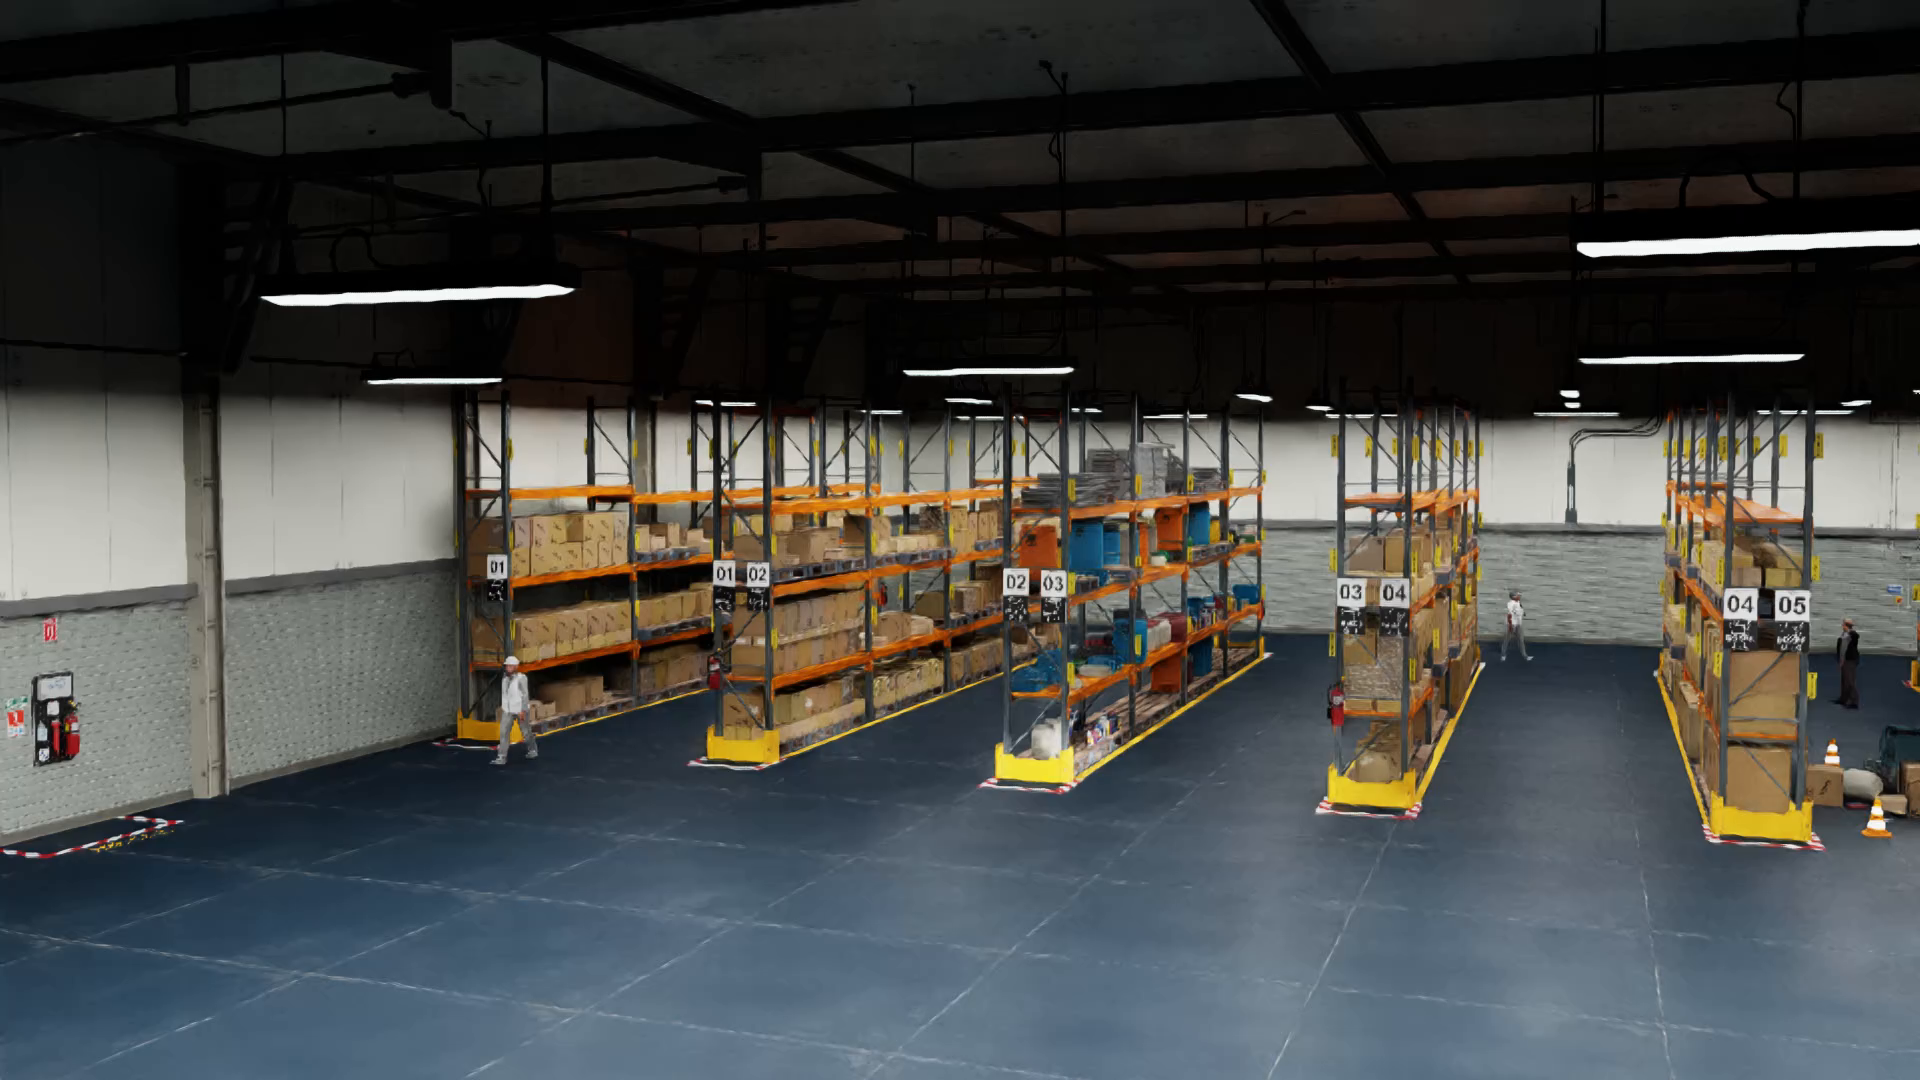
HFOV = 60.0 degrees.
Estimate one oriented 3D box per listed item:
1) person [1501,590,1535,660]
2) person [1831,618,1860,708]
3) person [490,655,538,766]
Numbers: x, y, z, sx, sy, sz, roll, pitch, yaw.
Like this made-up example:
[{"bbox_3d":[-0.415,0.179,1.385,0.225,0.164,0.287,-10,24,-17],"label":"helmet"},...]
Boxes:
[{"bbox_3d":[13.131,1.999,39.212,0.700,1.668,0.602,-2,4,-34],"label":"person"},{"bbox_3d":[17.149,2.361,32.181,0.635,1.708,0.584,-3,4,-45],"label":"person"},{"bbox_3d":[-7.058,2.688,26.394,0.555,1.728,1.027,1,3,19],"label":"person"}]
